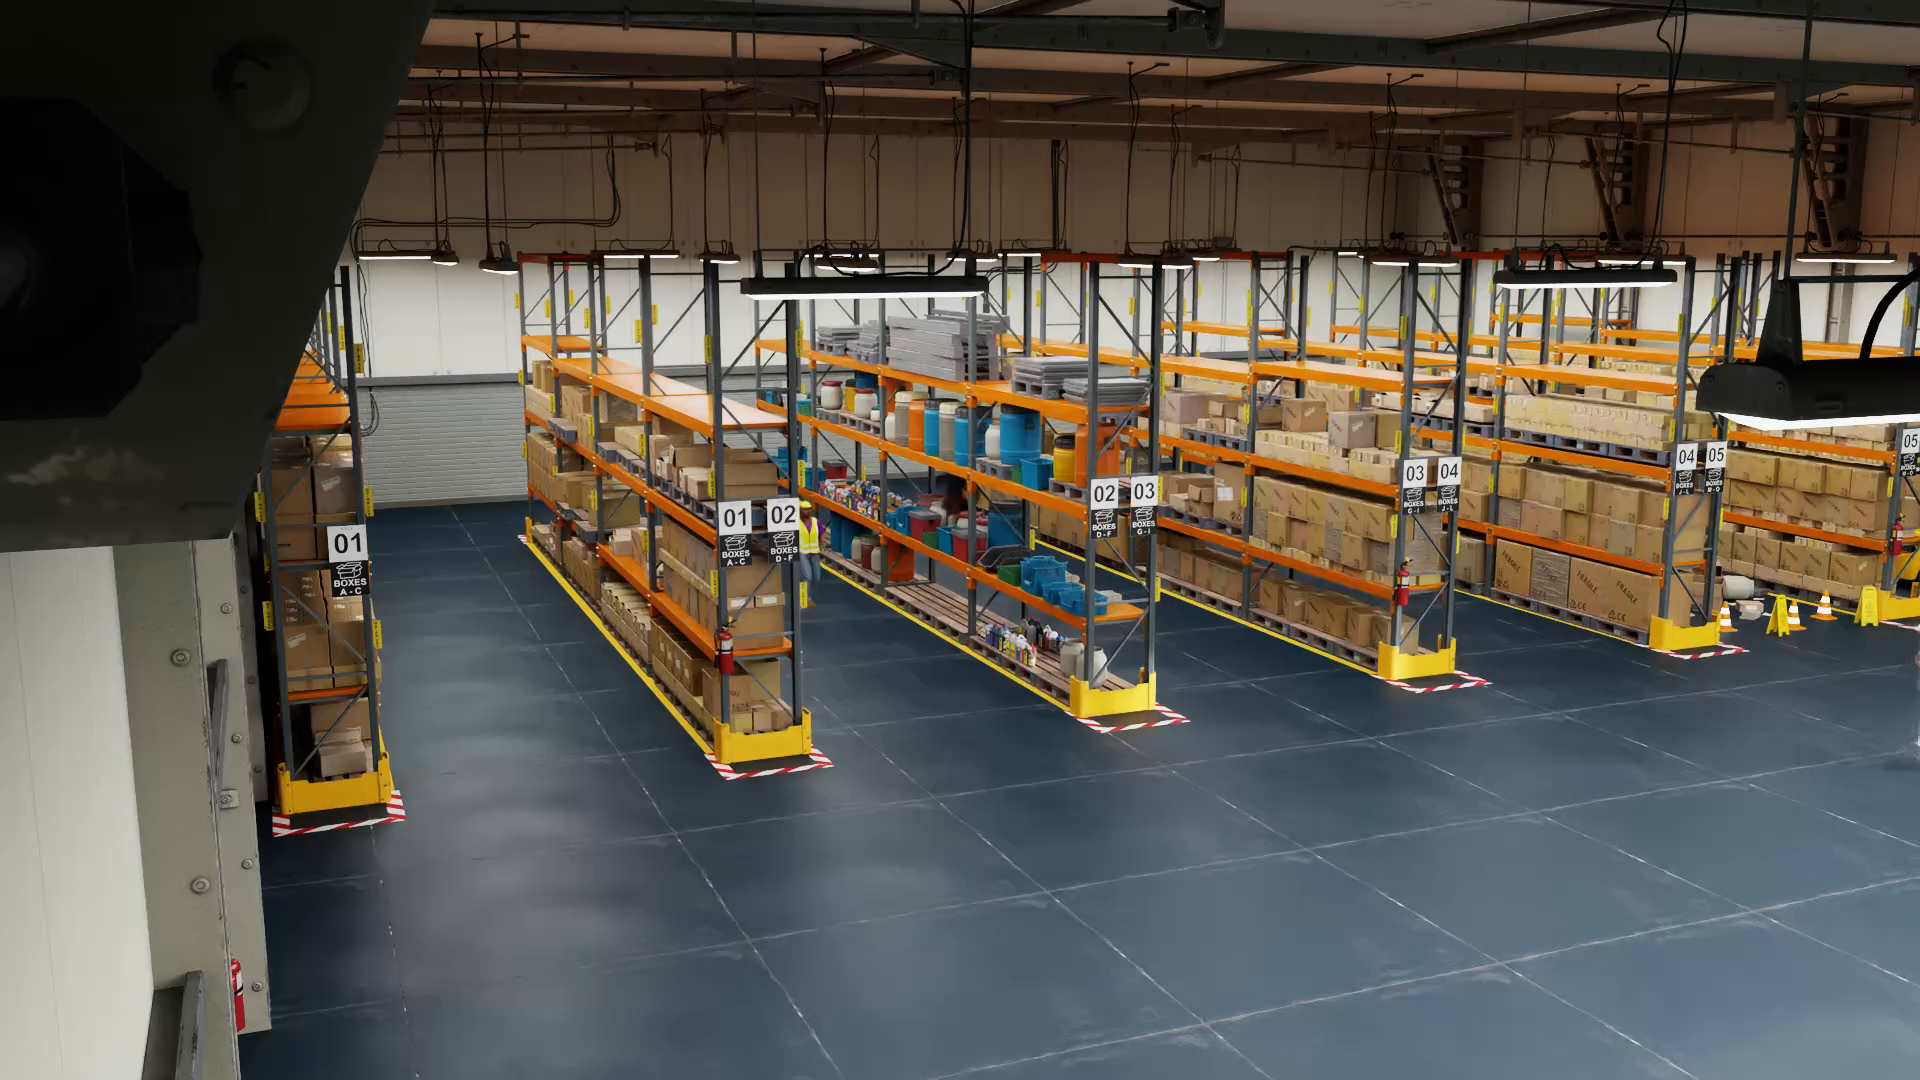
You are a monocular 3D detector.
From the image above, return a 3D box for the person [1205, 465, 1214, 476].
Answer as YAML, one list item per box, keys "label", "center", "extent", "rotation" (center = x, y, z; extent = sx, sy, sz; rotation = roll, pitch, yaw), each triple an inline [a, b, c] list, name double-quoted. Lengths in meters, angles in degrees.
- label: "person"
  center: [6.455, -2.258, 42.411]
  extent: [0.889, 1.763, 0.688]
  rotation: [-5, 11, -24]

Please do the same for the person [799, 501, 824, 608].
- label: "person"
  center: [-2.530, 0.224, 27.398]
  extent: [0.707, 1.738, 0.687]
  rotation: [-6, 12, -28]
